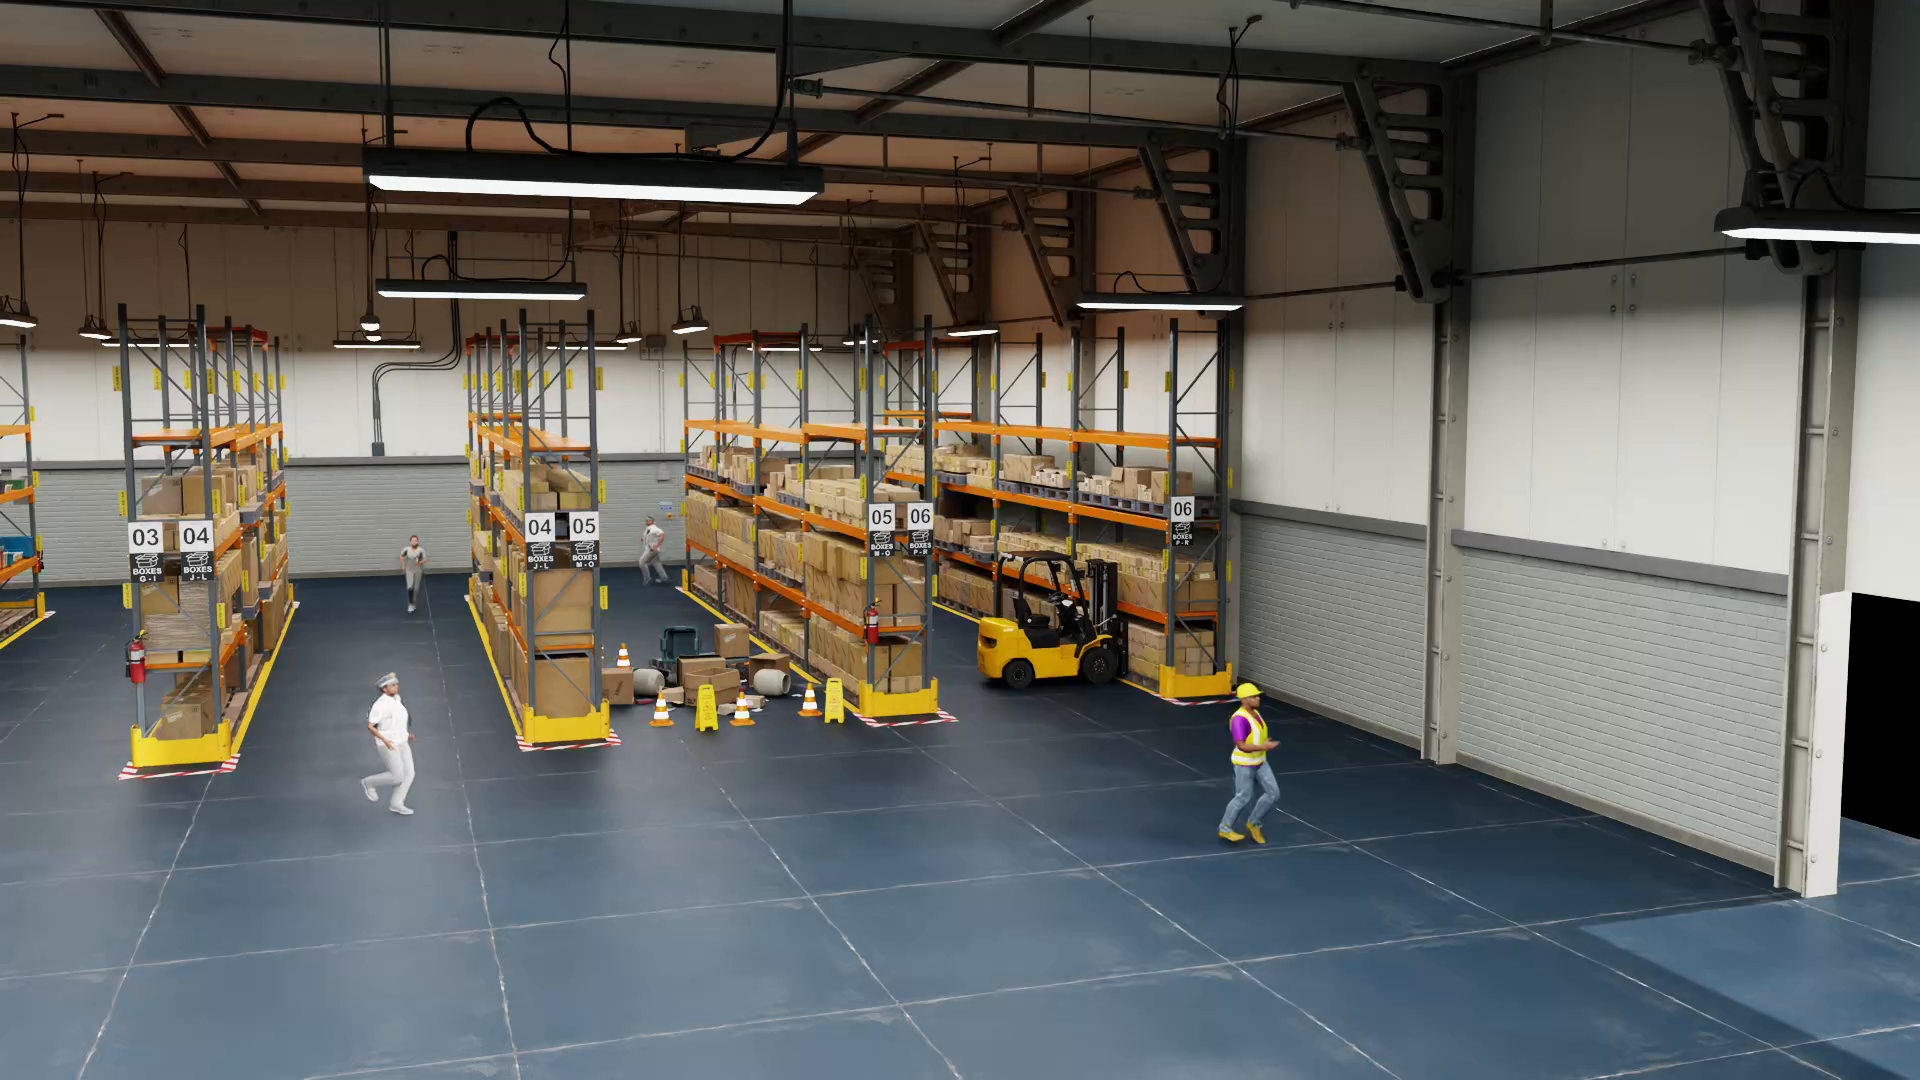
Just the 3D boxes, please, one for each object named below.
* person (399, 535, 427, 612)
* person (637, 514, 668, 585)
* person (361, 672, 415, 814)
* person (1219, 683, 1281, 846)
[{"bbox_3d":[-11.950,0.733,36.360,0.559,1.686,0.652,-2,6,-19],"label":"person"},{"bbox_3d":[-7.570,0.264,40.994,0.750,1.816,0.715,-1,6,-14],"label":"person"},{"bbox_3d":[-6.652,2.358,19.360,0.593,1.664,0.583,2,6,15],"label":"person"},{"bbox_3d":[3.147,2.429,17.934,0.711,1.784,0.671,4,7,37],"label":"person"}]
